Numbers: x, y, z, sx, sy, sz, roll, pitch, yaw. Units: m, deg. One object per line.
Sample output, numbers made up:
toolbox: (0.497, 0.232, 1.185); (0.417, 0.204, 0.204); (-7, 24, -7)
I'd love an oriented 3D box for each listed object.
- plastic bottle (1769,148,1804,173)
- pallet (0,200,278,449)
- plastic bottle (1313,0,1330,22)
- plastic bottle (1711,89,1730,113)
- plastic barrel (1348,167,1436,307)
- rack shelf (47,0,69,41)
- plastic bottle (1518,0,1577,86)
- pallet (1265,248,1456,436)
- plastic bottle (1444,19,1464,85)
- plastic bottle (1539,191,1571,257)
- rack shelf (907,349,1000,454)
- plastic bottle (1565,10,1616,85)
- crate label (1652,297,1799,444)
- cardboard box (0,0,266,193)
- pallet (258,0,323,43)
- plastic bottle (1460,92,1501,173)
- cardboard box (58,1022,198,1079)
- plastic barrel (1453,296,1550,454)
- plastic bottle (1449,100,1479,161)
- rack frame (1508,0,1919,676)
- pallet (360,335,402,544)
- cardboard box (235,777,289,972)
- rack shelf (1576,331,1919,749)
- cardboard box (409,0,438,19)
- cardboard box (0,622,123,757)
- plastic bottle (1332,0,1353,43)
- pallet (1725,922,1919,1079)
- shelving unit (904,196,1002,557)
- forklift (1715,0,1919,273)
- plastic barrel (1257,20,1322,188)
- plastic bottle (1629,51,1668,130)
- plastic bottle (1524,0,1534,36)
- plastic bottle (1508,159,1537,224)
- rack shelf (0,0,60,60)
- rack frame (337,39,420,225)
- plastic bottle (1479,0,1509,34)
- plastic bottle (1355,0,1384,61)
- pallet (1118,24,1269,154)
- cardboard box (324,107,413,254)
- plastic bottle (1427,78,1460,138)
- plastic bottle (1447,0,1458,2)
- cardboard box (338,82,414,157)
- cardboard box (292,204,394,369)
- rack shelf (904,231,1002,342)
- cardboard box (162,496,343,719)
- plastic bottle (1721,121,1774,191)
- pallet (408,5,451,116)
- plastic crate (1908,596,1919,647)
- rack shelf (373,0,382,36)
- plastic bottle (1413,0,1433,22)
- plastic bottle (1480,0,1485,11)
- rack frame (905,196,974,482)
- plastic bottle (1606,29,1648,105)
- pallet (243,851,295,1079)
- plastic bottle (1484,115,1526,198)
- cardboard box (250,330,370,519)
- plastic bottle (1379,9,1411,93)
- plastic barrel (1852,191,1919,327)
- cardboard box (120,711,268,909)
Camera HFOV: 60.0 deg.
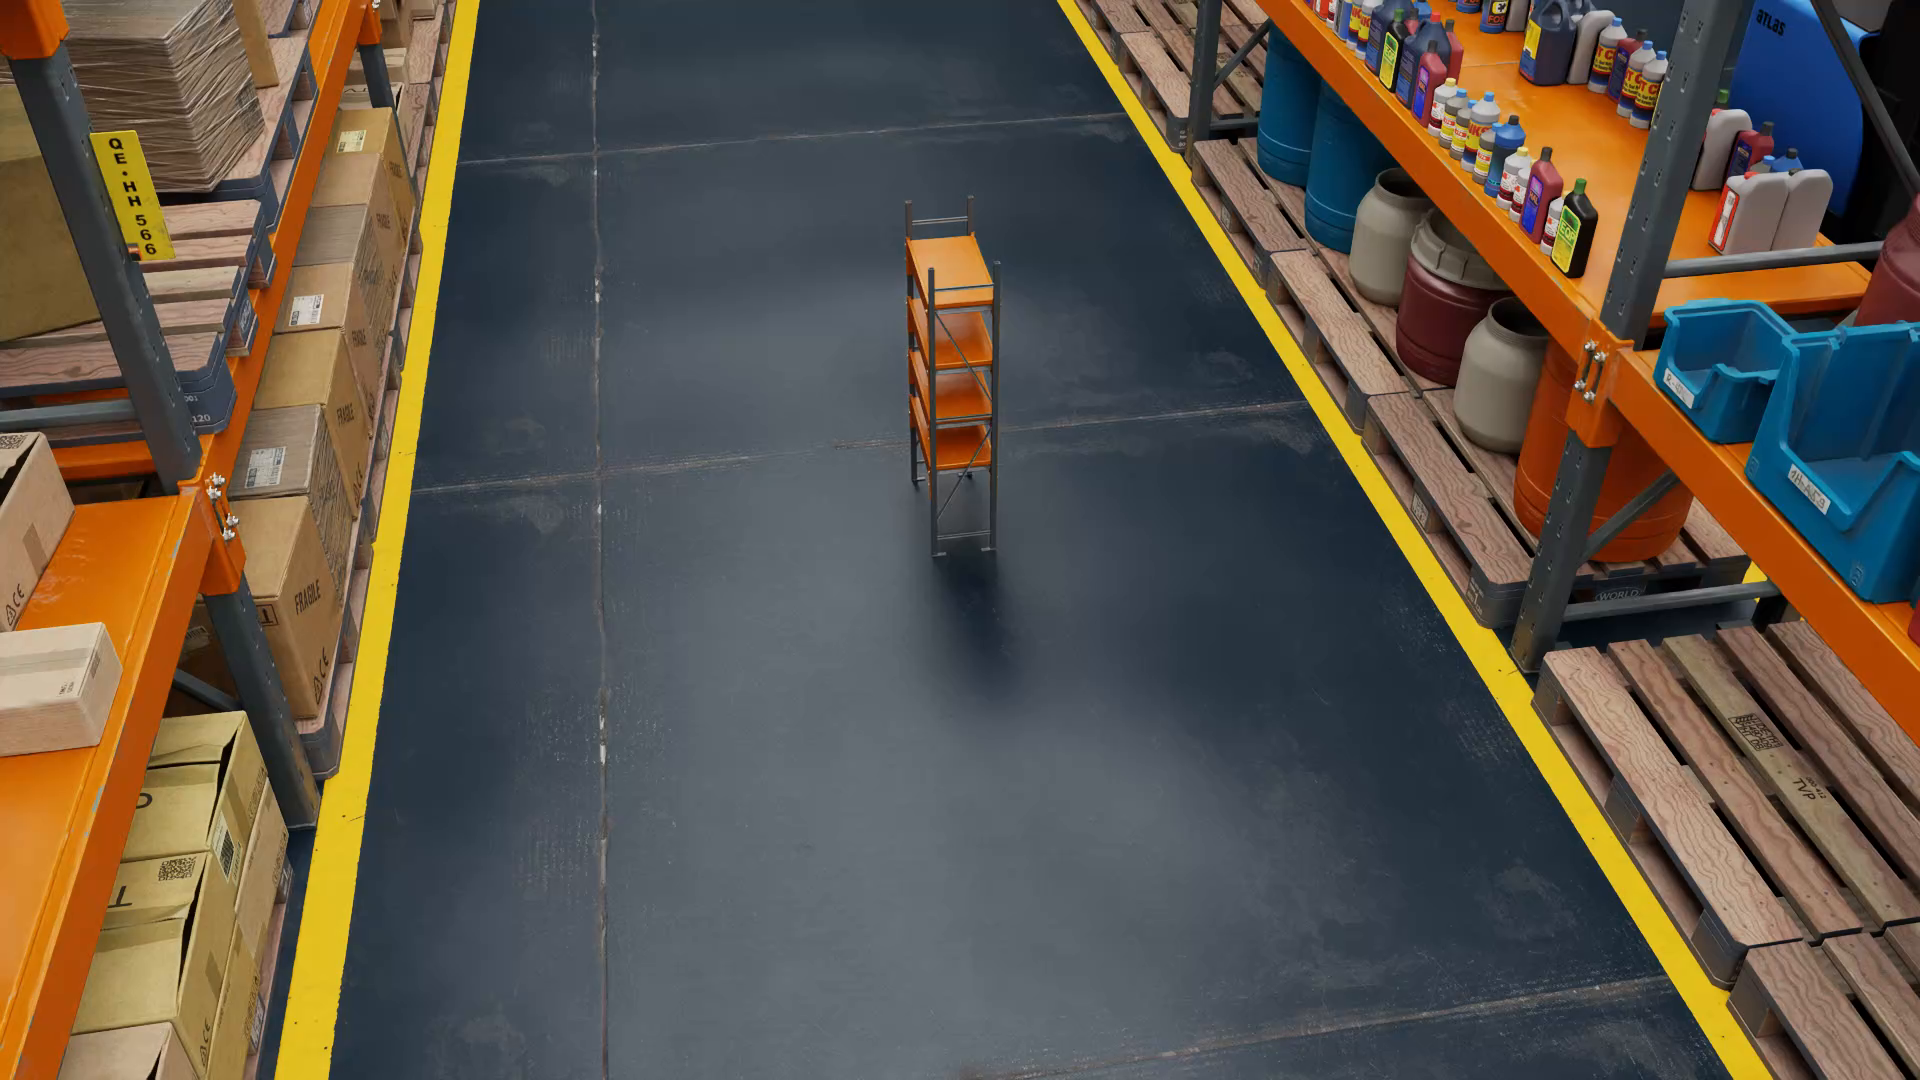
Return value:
plastic bottle: (2.647, -1.131, 5.366); (0.097, 0.271, 0.097); (0, 38, 0)
pallet: (-2.668, -0.609, 4.745); (1.213, 0.211, 1.003); (-6, 38, -8)
plastic bottle: (1.565, -2.300, 6.867); (0.152, 0.276, 0.135); (-6, 38, -8)
plastic bottle: (2.580, -1.428, 5.739); (0.061, 0.283, 0.133); (-6, 38, -8)
plastic barrel: (1.910, -1.304, 7.169); (0.421, 0.512, 0.421); (0, 38, 0)
rack shelf: (-2.830, -2.391, 5.024); (1.077, 0.370, 4.000); (-6, 38, -8)
plastic bottle: (2.247, -1.927, 6.325); (0.144, 0.351, 0.185); (-6, 38, -8)
pallet: (2.008, -0.919, 7.261); (1.003, 0.211, 1.213); (-6, 38, -8)
plastic bottle: (1.816, -1.783, 6.195); (0.061, 0.283, 0.133); (-6, 38, -8)
plastic bottle: (1.904, -1.005, 5.260); (0.097, 0.201, 0.097); (0, 38, 0)
rack shelf: (-0.029, -0.521, 6.052); (0.258, 0.148, 0.480); (-6, 38, -8)
plastic bottle: (2.397, -1.898, 6.349); (0.152, 0.276, 0.135); (-6, 38, -8)
crate label: (2.102, -0.452, 4.523); (0.303, 0.233, 0.416); (-6, 38, -8)
cardboard box: (-2.673, -1.429, 5.221); (0.700, 0.500, 0.500); (0, 38, 1)
pallet: (-3.148, -2.128, 6.701); (1.003, 0.211, 1.213); (-6, 38, -8)
plastic bottle: (1.796, -1.407, 5.721); (0.097, 0.271, 0.097); (0, 38, 0)
cardboard box: (-1.962, 1.324, 3.542); (0.500, 0.311, 0.500); (-6, 38, -8)
plastic barrel: (2.108, -0.622, 6.291); (0.421, 0.512, 0.421); (0, 38, 0)
plastic bottle: (1.779, -1.438, 5.818); (0.097, 0.201, 0.097); (0, 38, 0)
rack frame: (2.398, -0.813, 4.852); (1.000, 3.000, 0.127); (-6, 38, -8)
pallet: (-2.784, -0.372, 6.556); (1.003, 0.211, 1.213); (-6, 38, -8)
cardboard box: (-2.147, 0.929, 4.508); (0.500, 0.250, 0.500); (-5, 38, -7)
rack shelf: (2.748, 0.679, 3.517); (1.077, 0.370, 4.000); (-6, 38, -8)
cardboard box: (-3.407, -3.323, 9.966); (0.500, 0.250, 0.500); (-6, 38, -8)
cardboard box: (-2.050, 0.330, 3.585); (0.380, 0.149, 0.250); (-6, 38, -8)
plastic bottle: (1.605, -2.160, 6.687); (0.152, 0.276, 0.135); (-6, 38, -8)
pallet: (2.706, 1.496, 4.153); (1.003, 0.211, 1.213); (-6, 38, -8)
shelving unit: (-0.029, -0.574, 6.011); (0.258, 1.200, 0.503); (-6, 38, -8)
forklift: (4.578, -2.401, 6.952); (1.130, 2.935, 3.031); (-8, 39, -10)
plastic barrel: (1.775, -2.236, 8.051); (0.600, 0.901, 0.708); (-6, 38, -8)
plastic bottle: (2.502, -1.631, 6.009); (0.097, 0.271, 0.097); (0, 38, 0)
plastic bottle: (2.348, -2.134, 6.713); (0.097, 0.201, 0.097); (0, 38, 0)
plastic bottle: (1.864, -1.144, 5.440); (0.097, 0.201, 0.097); (0, 38, 0)
rack shelf: (-2.129, 0.025, 1.914); (1.077, 0.370, 4.000); (-6, 38, -8)
rack frame: (-3.181, -2.699, 7.279); (1.000, 3.000, 0.127); (-6, 38, -8)
plastic bottle: (2.181, -2.204, 6.746); (0.097, 0.271, 0.097); (0, 38, 0)
plastic bottle: (1.616, -2.027, 6.518); (0.097, 0.271, 0.097); (0, 38, 0)
pallet: (1.529, -2.568, 9.383); (1.003, 0.211, 1.213); (-6, 38, -8)
cardboard box: (-2.812, -1.618, 7.566); (0.500, 0.500, 0.500); (-6, 38, -8)
plastic bottle: (1.744, -1.556, 5.969); (0.097, 0.201, 0.097); (0, 38, 0)
plastic bottle: (2.117, -2.425, 7.031); (0.097, 0.271, 0.097); (0, 38, 0)
cardboard box: (-3.042, -2.087, 8.325); (0.500, 0.311, 0.500); (-6, 38, -8)
cardboard box: (-2.646, -1.015, 6.791); (0.500, 0.500, 0.500); (-6, 38, -7)
rack shelf: (-0.029, -0.884, 5.770); (0.258, 0.148, 0.480); (-6, 38, -8)
cardboard box: (-2.278, 0.225, 5.194); (0.500, 0.500, 0.500); (-5, 38, -6)
plastic bottle: (2.627, -1.267, 5.530); (0.061, 0.283, 0.133); (-6, 38, -8)
pallet: (-3.518, -2.751, 9.619); (1.003, 0.211, 1.213); (-6, 38, -8)
plastic crate: (2.380, 0.171, 3.533); (0.402, 0.464, 0.583); (-6, 38, -8)
rack shelf: (-3.532, -3.622, 9.054); (1.077, 0.370, 4.000); (-6, 38, -8)
plastic bottle: (1.775, -1.983, 6.463); (0.097, 0.271, 0.097); (0, 38, 0)
plastic bottle: (2.260, -2.370, 6.957); (0.152, 0.276, 0.135); (-6, 38, -8)
rack frame: (-0.072, -0.721, 6.200); (0.240, 1.200, 0.015); (-6, 38, -8)
plastic bottle: (2.482, -1.766, 6.173); (0.061, 0.283, 0.133); (-6, 38, -8)
pallet: (-2.374, 1.320, 4.379); (1.003, 0.211, 1.213); (-6, 38, -8)
plastic bottle: (1.830, -1.289, 5.569); (0.097, 0.271, 0.097); (0, 38, 0)
cardboard box: (-2.458, -0.394, 5.991); (0.500, 0.500, 0.500); (-7, 38, -9)
plastic bottle: (1.650, -1.848, 6.279); (0.061, 0.283, 0.133); (-6, 38, -8)
plastic barrel: (2.777, -0.619, 4.491); (0.600, 0.536, 0.708); (-6, 38, -8)
cardboard box: (-2.145, 0.706, 4.338); (0.500, 0.311, 0.500); (-5, 38, -7)
